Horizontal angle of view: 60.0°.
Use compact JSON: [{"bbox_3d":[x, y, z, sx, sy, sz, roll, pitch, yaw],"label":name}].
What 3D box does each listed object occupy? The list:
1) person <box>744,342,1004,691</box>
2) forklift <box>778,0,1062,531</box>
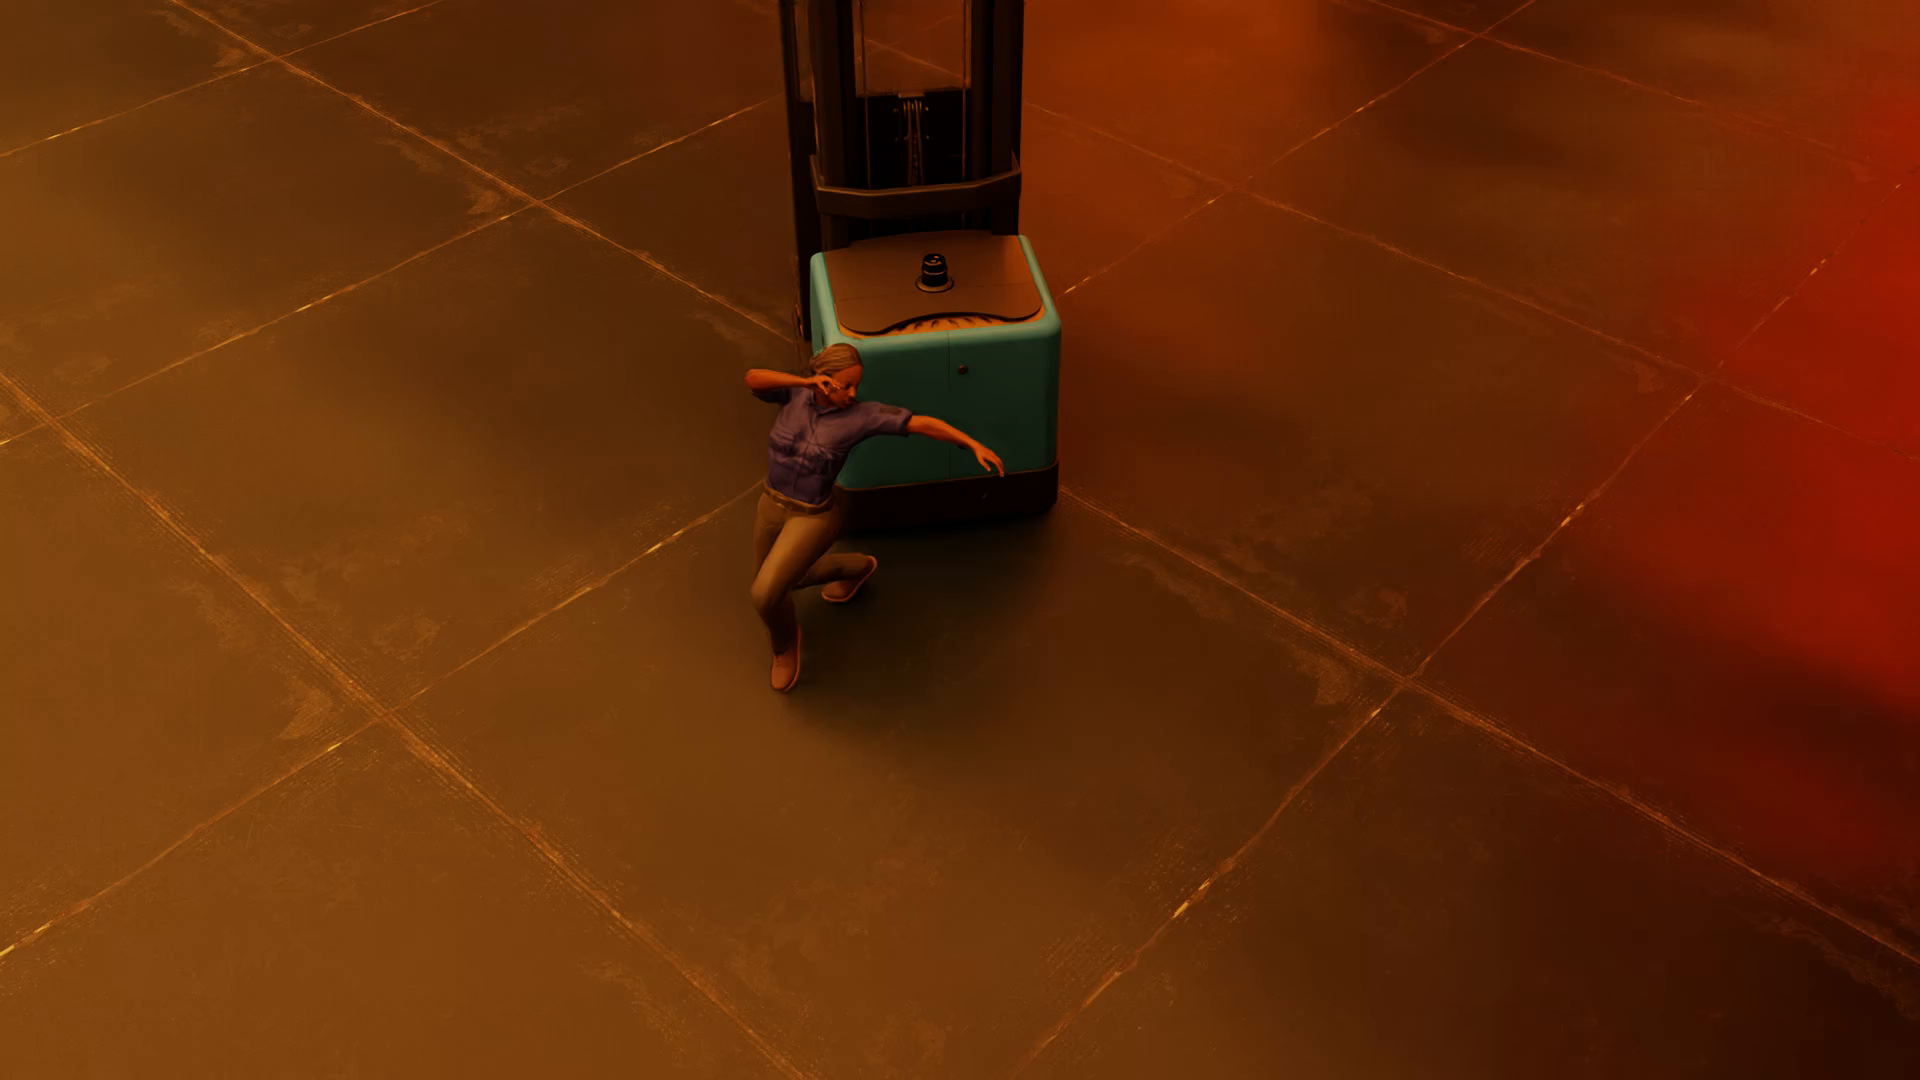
[{"bbox_3d":[-0.421,-0.044,6.656,1.002,1.441,0.841,22,45,24],"label":"person"},{"bbox_3d":[-0.300,-2.117,7.896,1.130,2.935,3.031,-6,41,-7],"label":"forklift"}]
